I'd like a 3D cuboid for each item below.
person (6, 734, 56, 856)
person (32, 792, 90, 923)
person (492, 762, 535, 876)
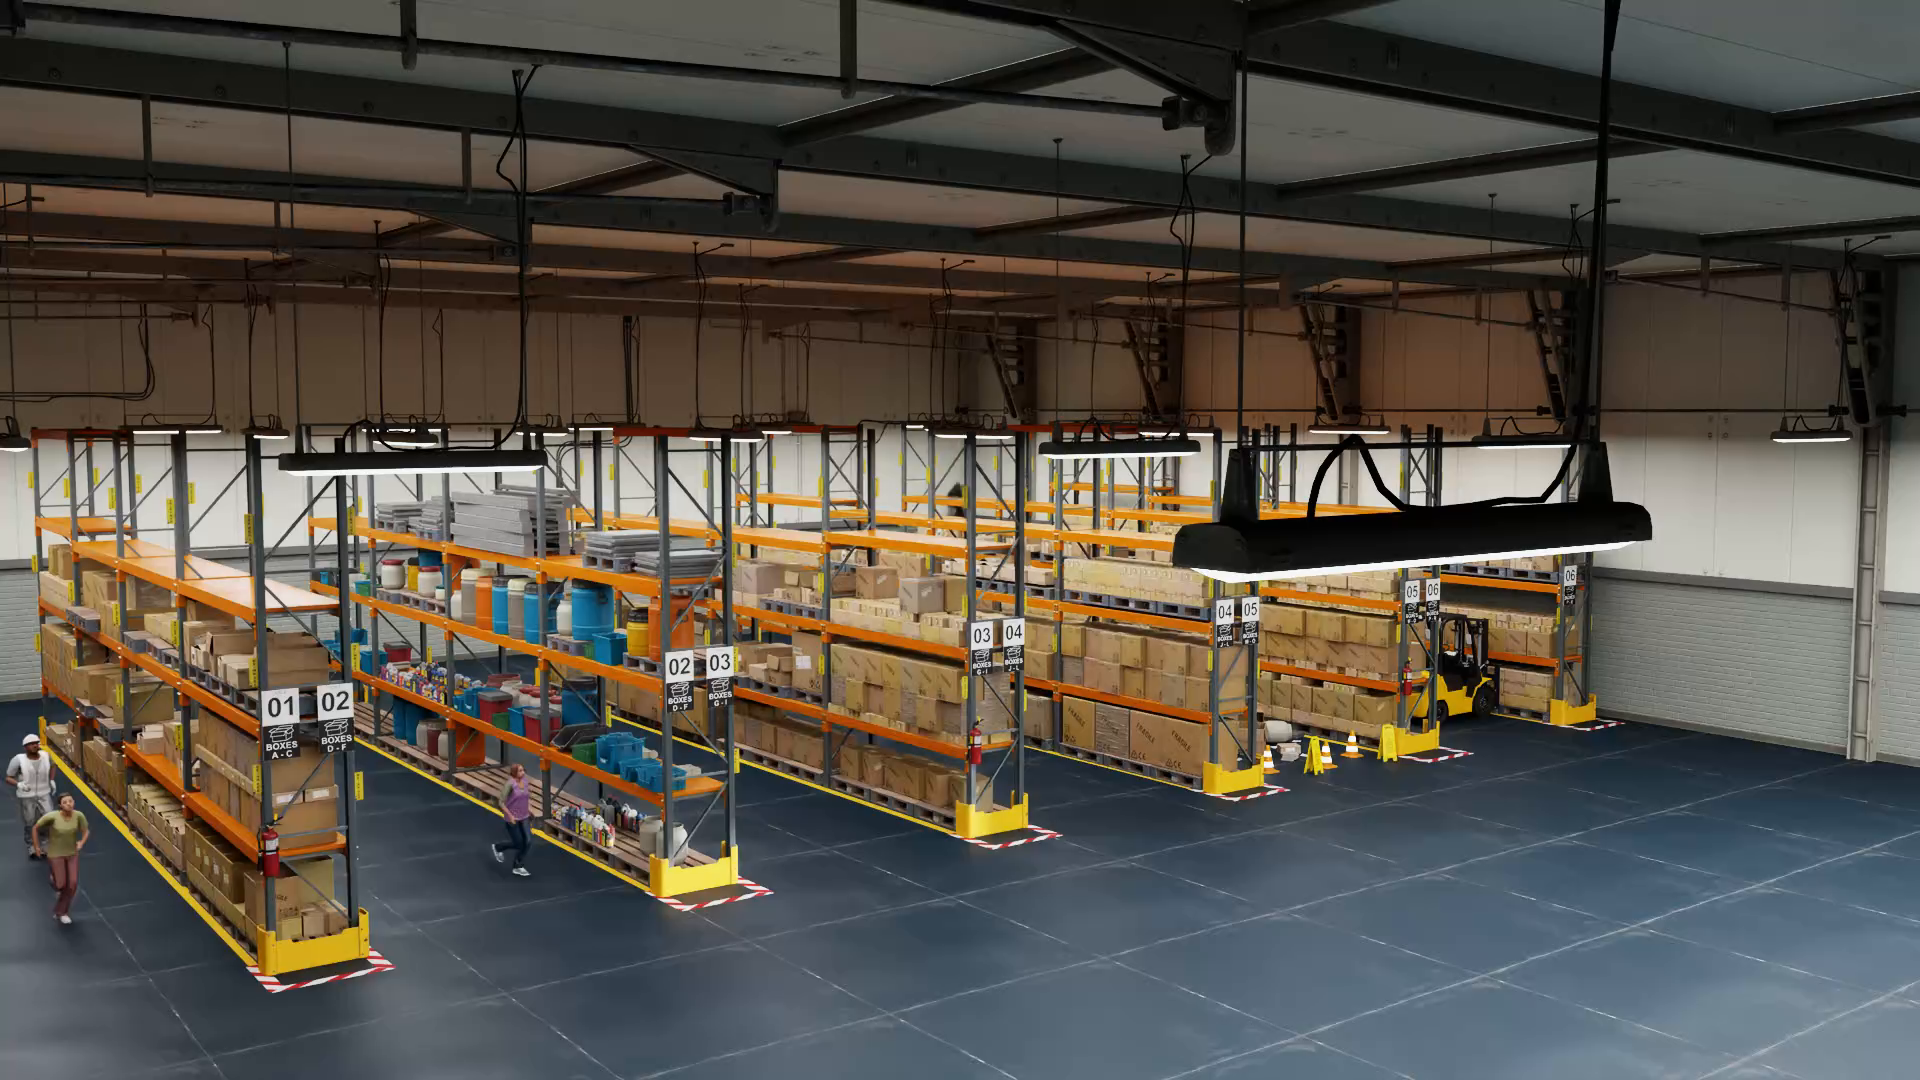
[{"bbox_3d":[-13.036,3.608,23.428,0.682,1.752,0.628,-4,6,-42],"label":"person"},{"bbox_3d":[-11.139,3.921,20.637,0.617,1.621,0.649,-4,6,-43],"label":"person"},{"bbox_3d":[-6.092,3.797,22.669,0.598,1.530,0.522,3,5,34],"label":"person"}]
